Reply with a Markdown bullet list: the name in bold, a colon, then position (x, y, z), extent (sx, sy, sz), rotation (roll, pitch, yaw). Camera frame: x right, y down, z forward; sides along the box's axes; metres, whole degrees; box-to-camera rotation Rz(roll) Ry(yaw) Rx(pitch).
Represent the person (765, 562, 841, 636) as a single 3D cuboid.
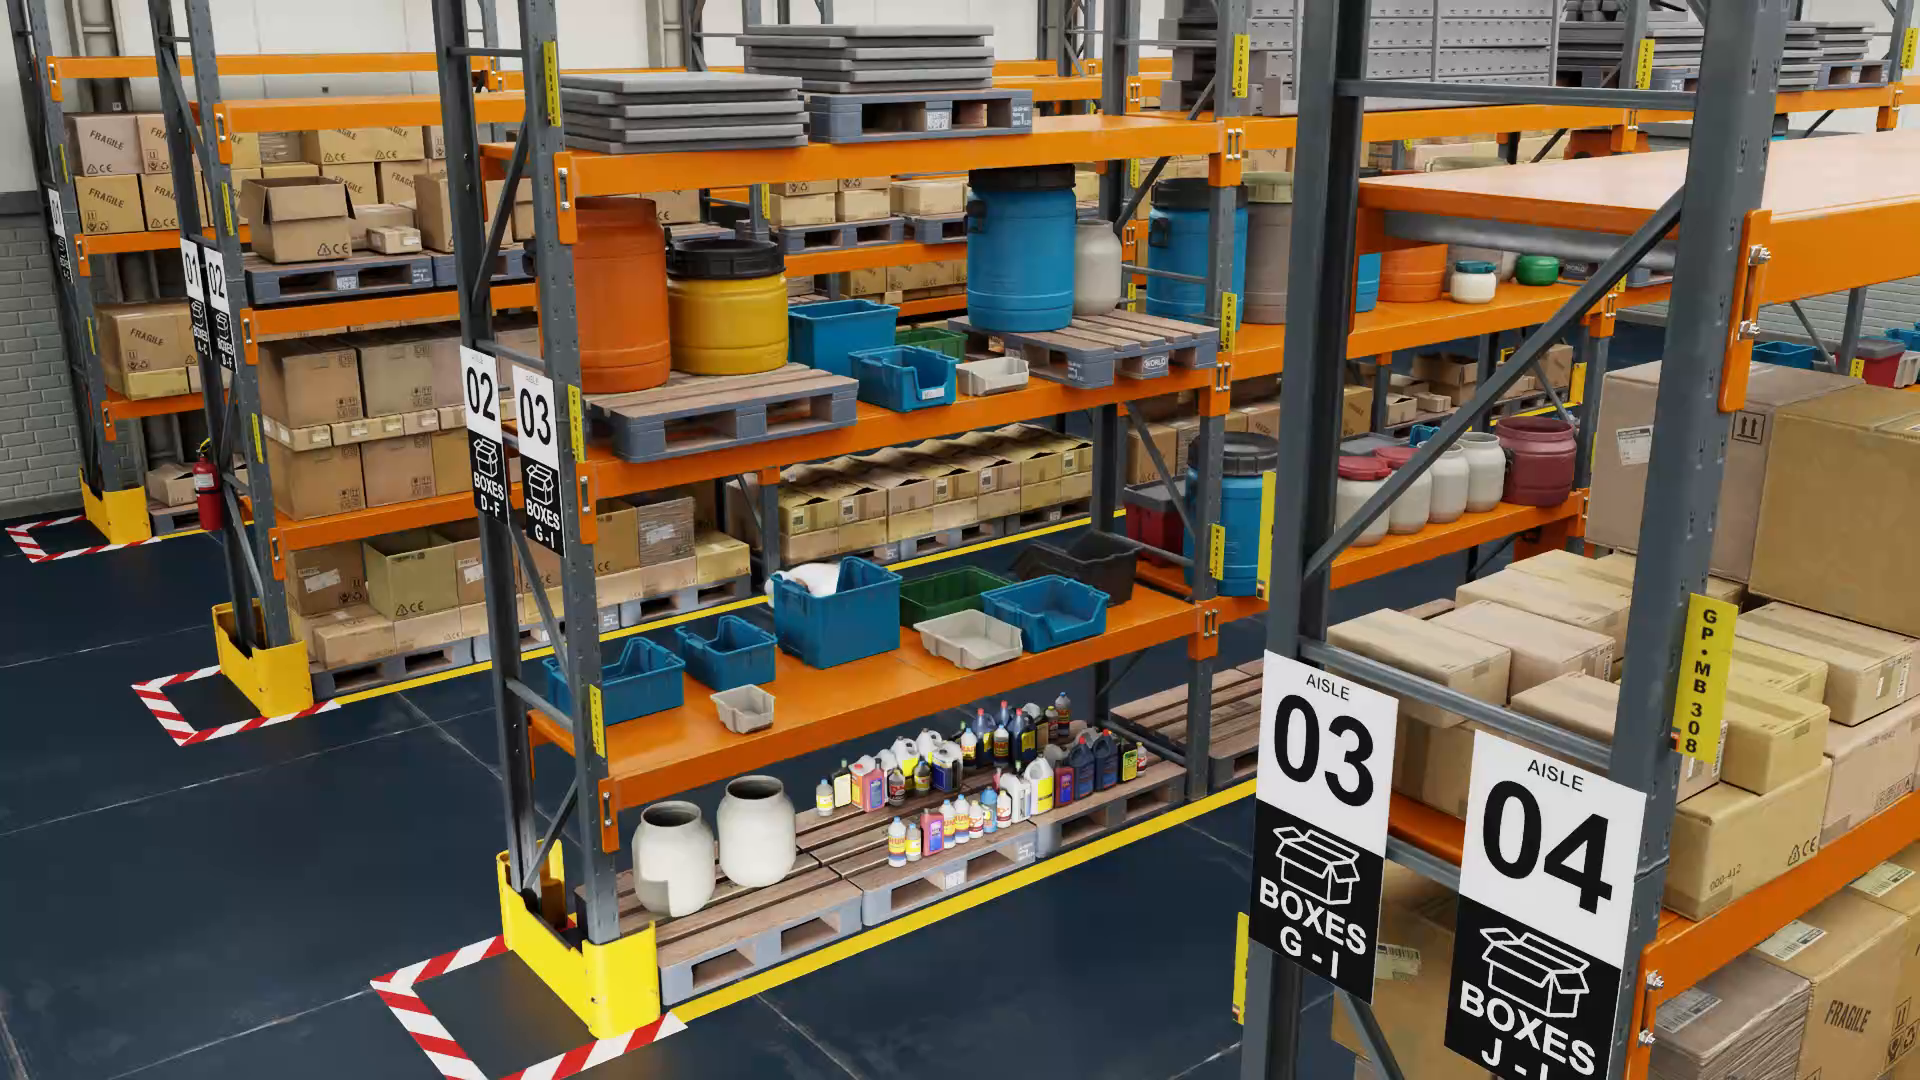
- **person**: position (-0.973, 0.615, 11.885), extent (0.953, 0.994, 0.541), rotation (-14, 22, -38)
